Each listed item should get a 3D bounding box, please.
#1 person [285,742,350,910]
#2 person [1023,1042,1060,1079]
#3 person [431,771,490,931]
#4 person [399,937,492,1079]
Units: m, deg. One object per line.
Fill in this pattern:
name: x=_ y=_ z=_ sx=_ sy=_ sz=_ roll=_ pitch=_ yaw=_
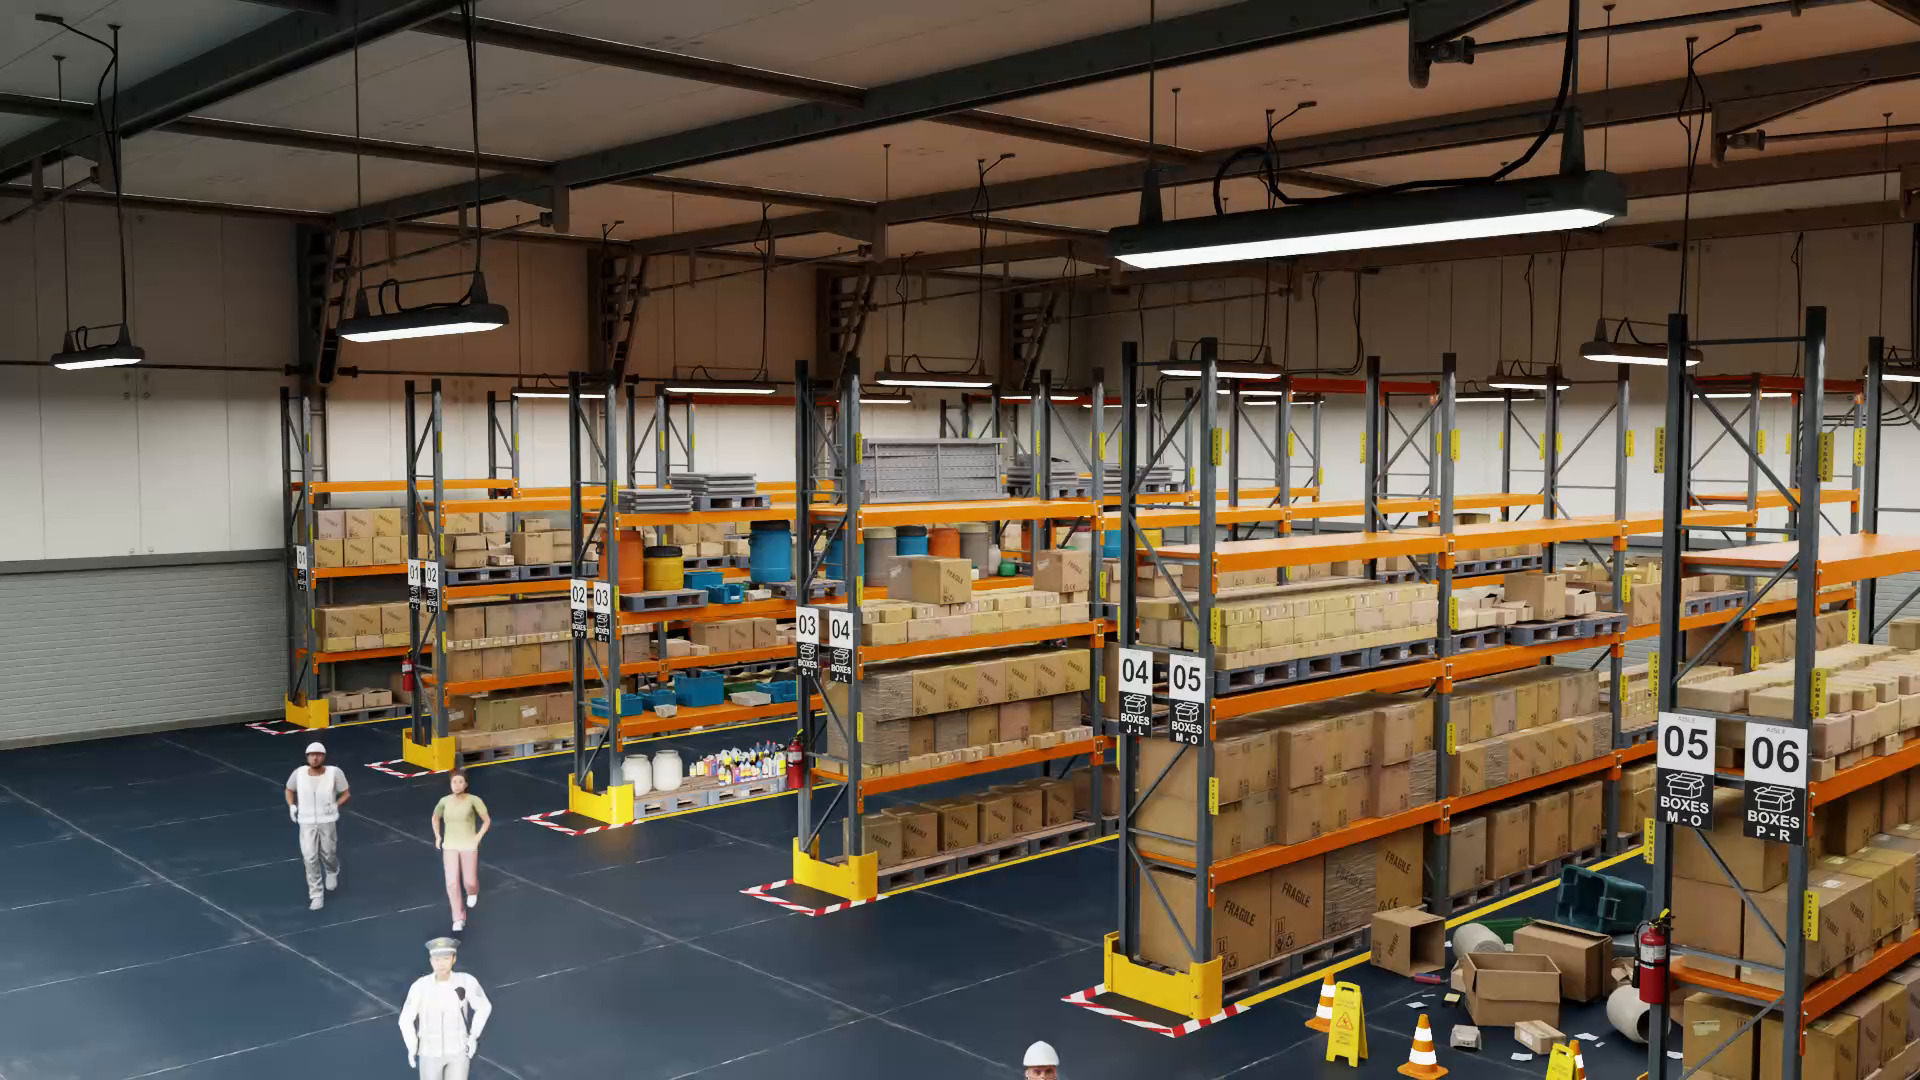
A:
person: x=-7.074 y=3.105 z=18.314 sx=0.688 sy=1.775 sz=0.804 roll=-1 pitch=4 yaw=-16
person: x=0.451 y=3.683 z=9.467 sx=0.643 sy=1.764 sz=0.857 roll=0 pitch=4 yaw=-6
person: x=-5.249 y=3.224 z=17.488 sx=0.616 sy=1.632 sz=0.769 roll=0 pitch=4 yaw=-8
person: x=-3.622 y=3.599 z=11.723 sx=0.625 sy=1.672 sz=0.676 roll=-1 pitch=4 yaw=-15
